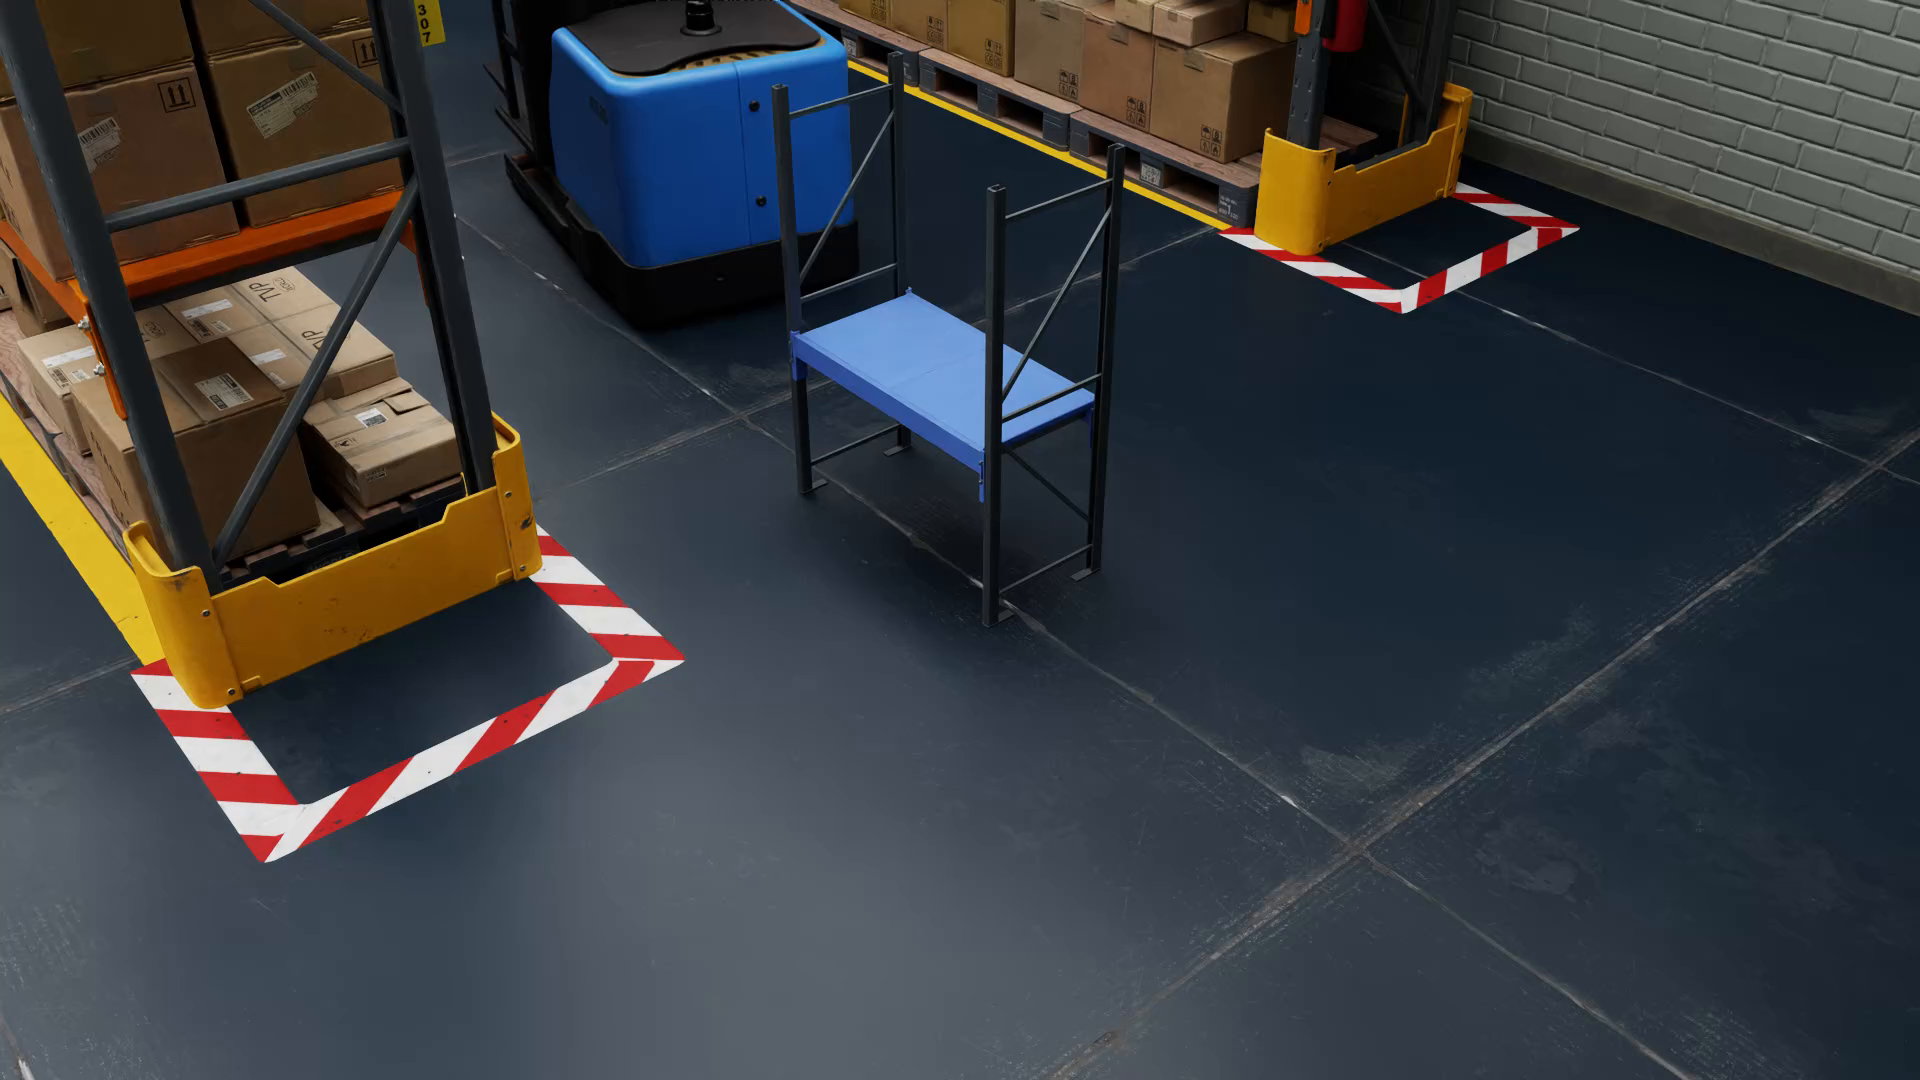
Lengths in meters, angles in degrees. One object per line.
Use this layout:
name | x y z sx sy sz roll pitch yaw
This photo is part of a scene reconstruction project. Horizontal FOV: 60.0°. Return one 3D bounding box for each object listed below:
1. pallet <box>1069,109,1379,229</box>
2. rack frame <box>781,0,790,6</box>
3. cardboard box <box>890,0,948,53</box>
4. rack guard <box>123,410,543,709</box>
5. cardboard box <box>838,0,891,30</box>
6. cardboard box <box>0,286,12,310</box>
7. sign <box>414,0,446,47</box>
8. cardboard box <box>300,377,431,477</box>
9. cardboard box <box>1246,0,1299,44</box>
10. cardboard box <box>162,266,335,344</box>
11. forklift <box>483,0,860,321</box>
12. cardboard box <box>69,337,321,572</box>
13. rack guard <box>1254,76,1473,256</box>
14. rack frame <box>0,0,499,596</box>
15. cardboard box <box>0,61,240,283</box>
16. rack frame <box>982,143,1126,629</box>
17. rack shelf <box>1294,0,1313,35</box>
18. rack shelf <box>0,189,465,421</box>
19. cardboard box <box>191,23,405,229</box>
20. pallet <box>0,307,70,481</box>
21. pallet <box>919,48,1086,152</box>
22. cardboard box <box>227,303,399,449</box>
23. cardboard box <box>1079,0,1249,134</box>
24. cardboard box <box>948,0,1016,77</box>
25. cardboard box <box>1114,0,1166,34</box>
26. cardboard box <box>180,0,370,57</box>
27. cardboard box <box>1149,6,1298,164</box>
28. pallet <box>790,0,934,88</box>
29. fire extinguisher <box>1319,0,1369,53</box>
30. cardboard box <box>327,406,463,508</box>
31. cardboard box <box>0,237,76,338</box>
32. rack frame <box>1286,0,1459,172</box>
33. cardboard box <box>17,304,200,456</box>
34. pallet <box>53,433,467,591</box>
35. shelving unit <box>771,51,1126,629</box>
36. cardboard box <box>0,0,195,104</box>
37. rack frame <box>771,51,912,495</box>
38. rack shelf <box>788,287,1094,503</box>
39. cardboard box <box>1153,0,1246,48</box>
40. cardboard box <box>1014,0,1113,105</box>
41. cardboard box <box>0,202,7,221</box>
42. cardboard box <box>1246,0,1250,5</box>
pallet | 1.311 -1.992 8.380 1.003 0.211 1.213 -26 43 -32
rack frame | -0.694 -4.572 9.610 1.000 3.000 0.127 -26 43 -32
cardboard box | 0.032 -3.132 9.376 0.700 0.500 0.500 -26 43 -32
rack guard | -1.944 0.030 5.275 1.175 0.500 0.348 -26 43 -32
cardboard box | -0.290 -3.355 9.691 0.700 0.500 0.500 -25 43 -31
cardboard box | -3.805 -1.102 6.781 0.380 0.166 0.250 -26 43 -32
sign | -1.480 -1.512 4.541 0.100 0.325 0.005 -26 43 -32
cardboard box | -2.064 -0.403 5.795 0.380 0.166 0.250 -26 43 -32
cardboard box | 1.592 -2.513 7.941 0.380 0.149 0.250 -26 43 -31
cardboard box | -2.674 -0.802 6.285 0.500 0.250 0.500 -26 43 -32
forklift | -1.581 -2.939 7.364 1.130 2.935 3.031 -17 39 -23
cardboard box | -2.434 -0.264 5.310 0.500 0.500 0.500 -26 43 -32
rack guard | 1.902 -1.775 7.824 1.175 0.500 0.348 -26 43 -32
rack frame | -1.895 -0.957 4.506 1.000 3.000 0.127 -26 43 -32
cardboard box | -2.392 -1.094 4.612 0.500 0.500 0.500 -25 42 -30
rack frame | 0.273 -0.425 5.053 0.500 1.500 0.032 -26 43 -32
rack shelf | 0.596 -3.395 8.571 1.077 0.370 4.000 -26 43 -32
rack shelf | -3.185 -1.546 5.960 1.077 0.370 4.000 -26 43 -32
cardboard box | -1.980 -1.292 4.892 0.500 0.500 0.500 -25 42 -31
pallet | -3.242 -0.742 6.616 1.003 0.211 1.213 -26 43 -32
pallet | 0.528 -2.530 9.140 1.003 0.211 1.213 -26 43 -32
cardboard box | -2.352 -0.581 5.973 0.500 0.250 0.500 -26 43 -32
cardboard box | 1.036 -2.450 8.413 0.700 0.500 0.500 -26 43 -32
cardboard box | 0.361 -2.904 9.055 0.700 0.500 0.500 -25 42 -31
cardboard box | 0.971 -2.595 8.057 0.380 0.149 0.250 -25 42 -31
cardboard box | -1.980 -1.700 4.603 0.500 0.500 0.500 -25 42 -30
cardboard box | 1.359 -2.229 8.101 0.700 0.500 0.500 -26 43 -32
pallet | -0.263 -3.069 9.901 1.003 0.211 1.213 -26 43 -32
fire extinguisher | 1.632 -2.383 6.910 0.296 0.674 0.183 -26 43 -32
cardboard box | -1.903 -0.286 5.644 0.380 0.149 0.250 -26 43 -32
cardboard box | -3.260 -1.056 6.425 0.797 0.503 0.637 -26 43 -32
rack frame | 1.887 -2.806 7.117 1.000 3.000 0.127 -26 43 -32
cardboard box | -3.024 -0.593 5.990 0.500 0.250 0.500 -26 43 -32
pallet | -2.459 -0.204 5.855 1.003 0.211 1.213 -26 43 -32
shelving unit | -0.055 -0.650 5.370 0.538 1.500 1.048 -26 43 -32
cardboard box | -2.392 -1.499 4.320 0.500 0.500 0.500 -26 43 -32
rack frame | -0.383 -0.874 5.687 0.500 1.500 0.032 -26 43 -32
rack shelf | -0.055 -0.503 5.474 0.538 0.185 1.000 -26 43 -32
cardboard box | 1.137 -2.482 7.898 0.380 0.149 0.250 -27 43 -32
cardboard box | 0.711 -2.672 8.726 0.700 0.500 0.500 -28 44 -33
cardboard box | -2.729 -1.321 4.934 0.500 0.500 0.500 -26 43 -31
cardboard box | 1.265 -2.736 8.257 0.380 0.149 0.250 -26 43 -32
